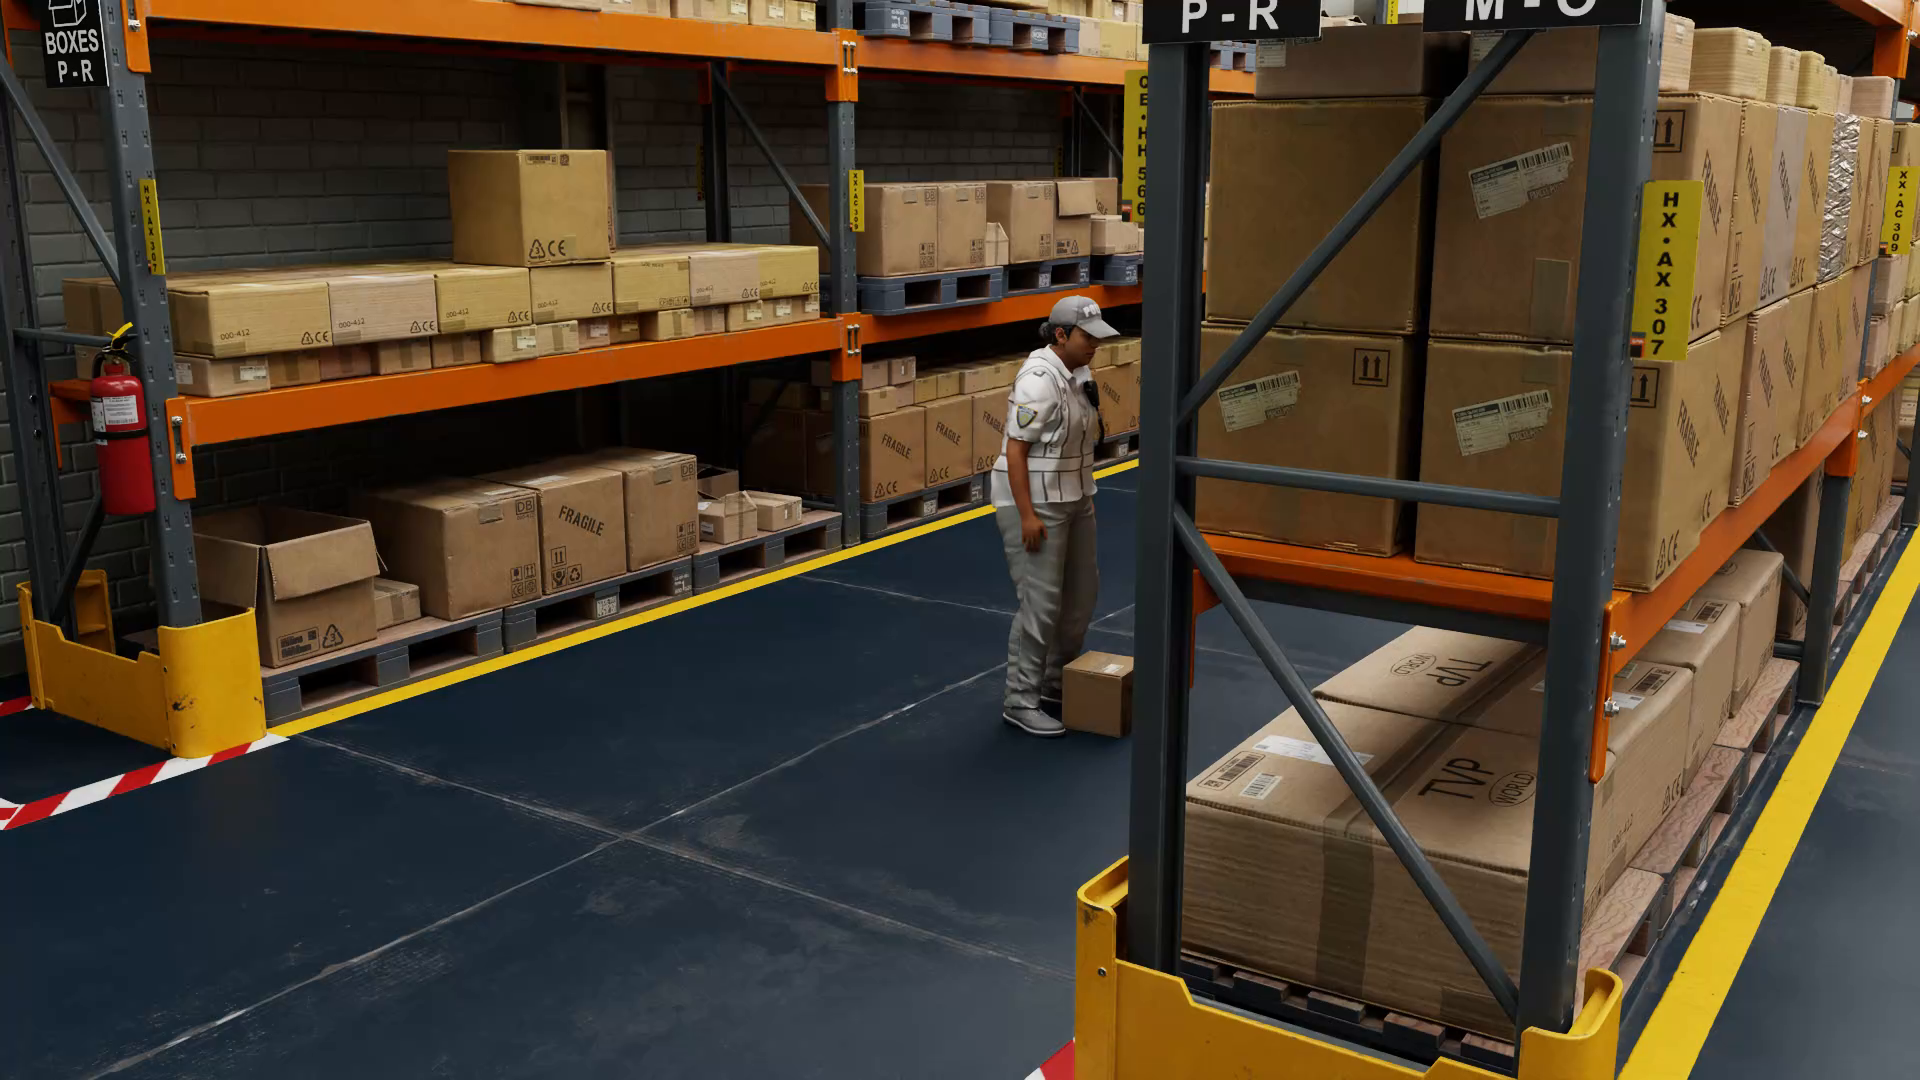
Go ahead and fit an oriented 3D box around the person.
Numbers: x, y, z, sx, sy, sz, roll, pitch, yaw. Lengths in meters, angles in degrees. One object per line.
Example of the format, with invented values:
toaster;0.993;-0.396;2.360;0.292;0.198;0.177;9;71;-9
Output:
person;0.374;-0.114;6.460;0.467;1.665;0.538;8;15;32
